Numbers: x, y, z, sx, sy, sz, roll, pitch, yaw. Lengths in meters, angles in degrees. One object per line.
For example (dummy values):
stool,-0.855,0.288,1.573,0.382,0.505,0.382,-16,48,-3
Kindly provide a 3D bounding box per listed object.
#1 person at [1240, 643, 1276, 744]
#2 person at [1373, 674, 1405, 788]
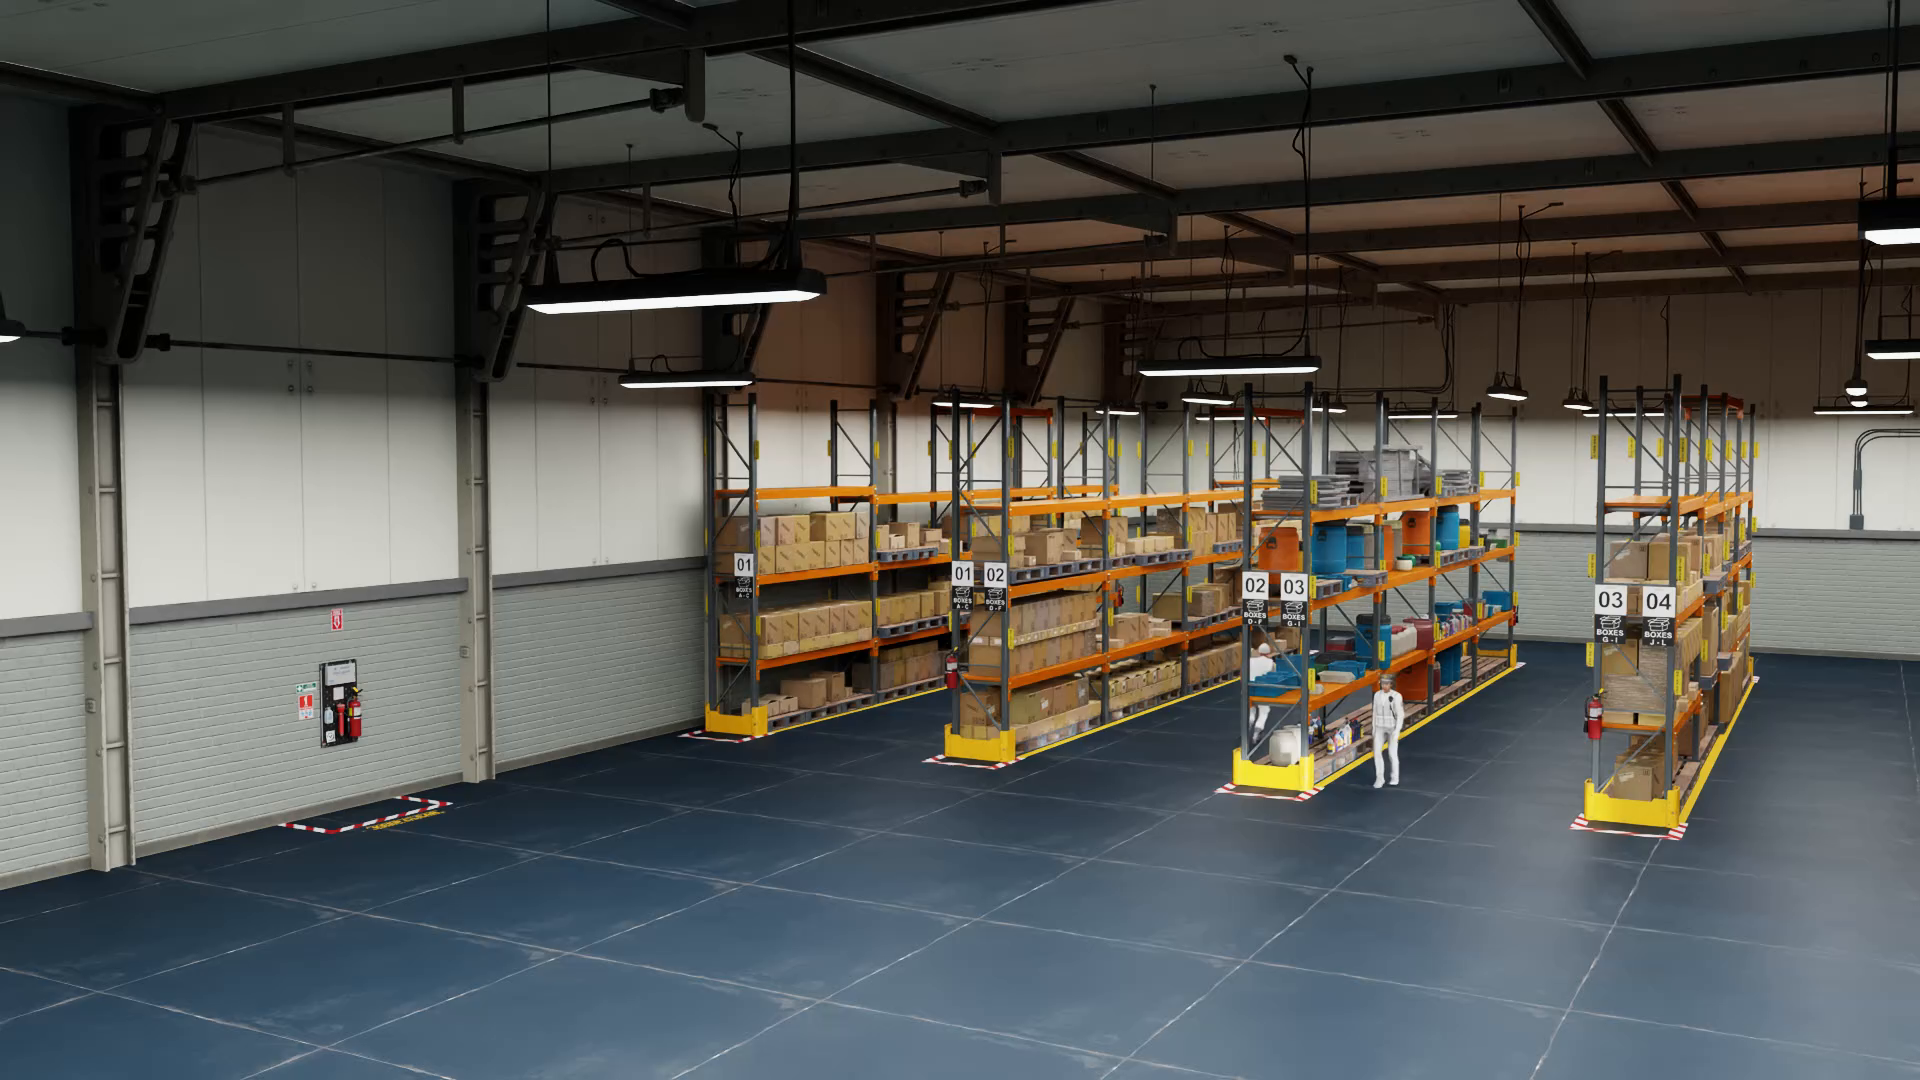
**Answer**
person,5.133,2.626,28.569,0.640,1.679,0.792,2,4,30
person,6.372,2.854,24.779,0.527,1.726,0.497,2,4,38
